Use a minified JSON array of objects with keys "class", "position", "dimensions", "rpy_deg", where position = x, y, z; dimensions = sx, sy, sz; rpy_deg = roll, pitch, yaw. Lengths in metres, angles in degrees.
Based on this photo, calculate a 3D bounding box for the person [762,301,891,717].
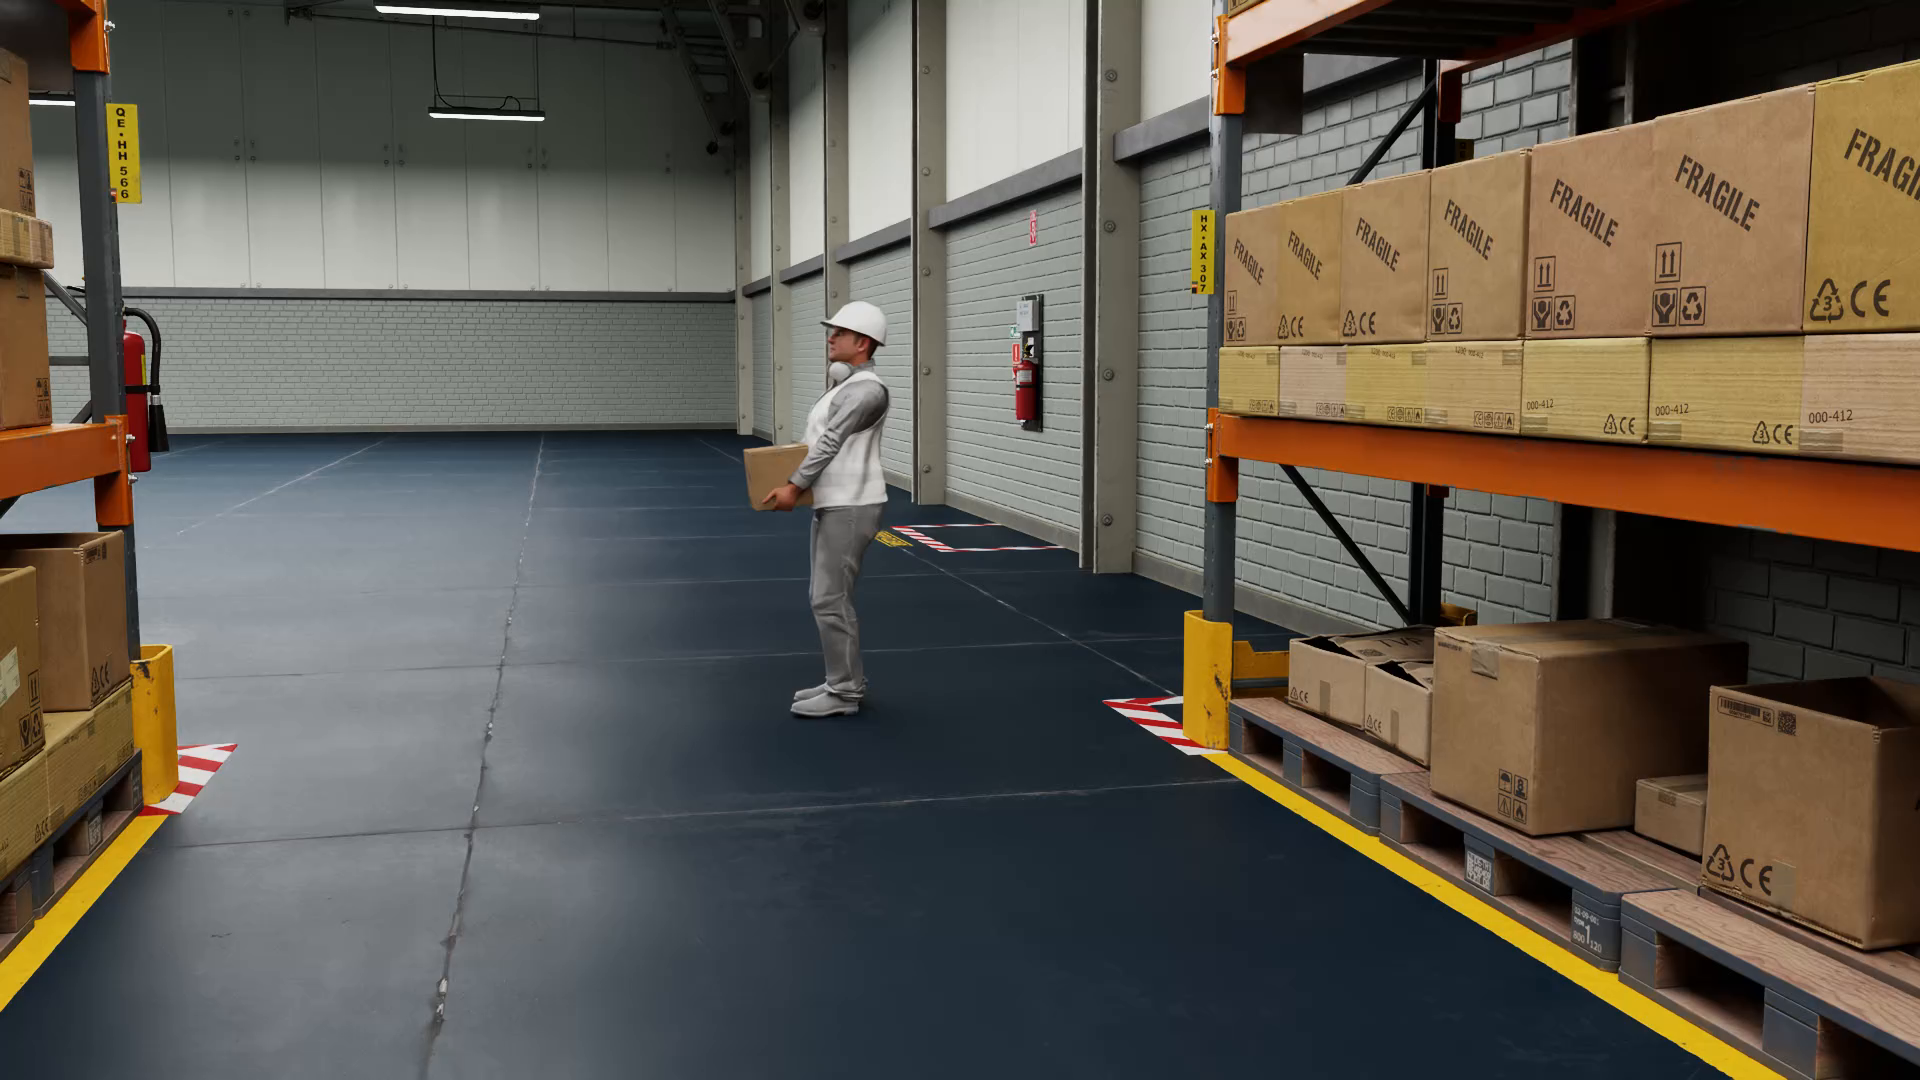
[{"class":"person","position":[-0.584,-0.135,7.134],"dimensions":[0.555,1.762,0.494],"rpy_deg":[-1,6,-13]}]
